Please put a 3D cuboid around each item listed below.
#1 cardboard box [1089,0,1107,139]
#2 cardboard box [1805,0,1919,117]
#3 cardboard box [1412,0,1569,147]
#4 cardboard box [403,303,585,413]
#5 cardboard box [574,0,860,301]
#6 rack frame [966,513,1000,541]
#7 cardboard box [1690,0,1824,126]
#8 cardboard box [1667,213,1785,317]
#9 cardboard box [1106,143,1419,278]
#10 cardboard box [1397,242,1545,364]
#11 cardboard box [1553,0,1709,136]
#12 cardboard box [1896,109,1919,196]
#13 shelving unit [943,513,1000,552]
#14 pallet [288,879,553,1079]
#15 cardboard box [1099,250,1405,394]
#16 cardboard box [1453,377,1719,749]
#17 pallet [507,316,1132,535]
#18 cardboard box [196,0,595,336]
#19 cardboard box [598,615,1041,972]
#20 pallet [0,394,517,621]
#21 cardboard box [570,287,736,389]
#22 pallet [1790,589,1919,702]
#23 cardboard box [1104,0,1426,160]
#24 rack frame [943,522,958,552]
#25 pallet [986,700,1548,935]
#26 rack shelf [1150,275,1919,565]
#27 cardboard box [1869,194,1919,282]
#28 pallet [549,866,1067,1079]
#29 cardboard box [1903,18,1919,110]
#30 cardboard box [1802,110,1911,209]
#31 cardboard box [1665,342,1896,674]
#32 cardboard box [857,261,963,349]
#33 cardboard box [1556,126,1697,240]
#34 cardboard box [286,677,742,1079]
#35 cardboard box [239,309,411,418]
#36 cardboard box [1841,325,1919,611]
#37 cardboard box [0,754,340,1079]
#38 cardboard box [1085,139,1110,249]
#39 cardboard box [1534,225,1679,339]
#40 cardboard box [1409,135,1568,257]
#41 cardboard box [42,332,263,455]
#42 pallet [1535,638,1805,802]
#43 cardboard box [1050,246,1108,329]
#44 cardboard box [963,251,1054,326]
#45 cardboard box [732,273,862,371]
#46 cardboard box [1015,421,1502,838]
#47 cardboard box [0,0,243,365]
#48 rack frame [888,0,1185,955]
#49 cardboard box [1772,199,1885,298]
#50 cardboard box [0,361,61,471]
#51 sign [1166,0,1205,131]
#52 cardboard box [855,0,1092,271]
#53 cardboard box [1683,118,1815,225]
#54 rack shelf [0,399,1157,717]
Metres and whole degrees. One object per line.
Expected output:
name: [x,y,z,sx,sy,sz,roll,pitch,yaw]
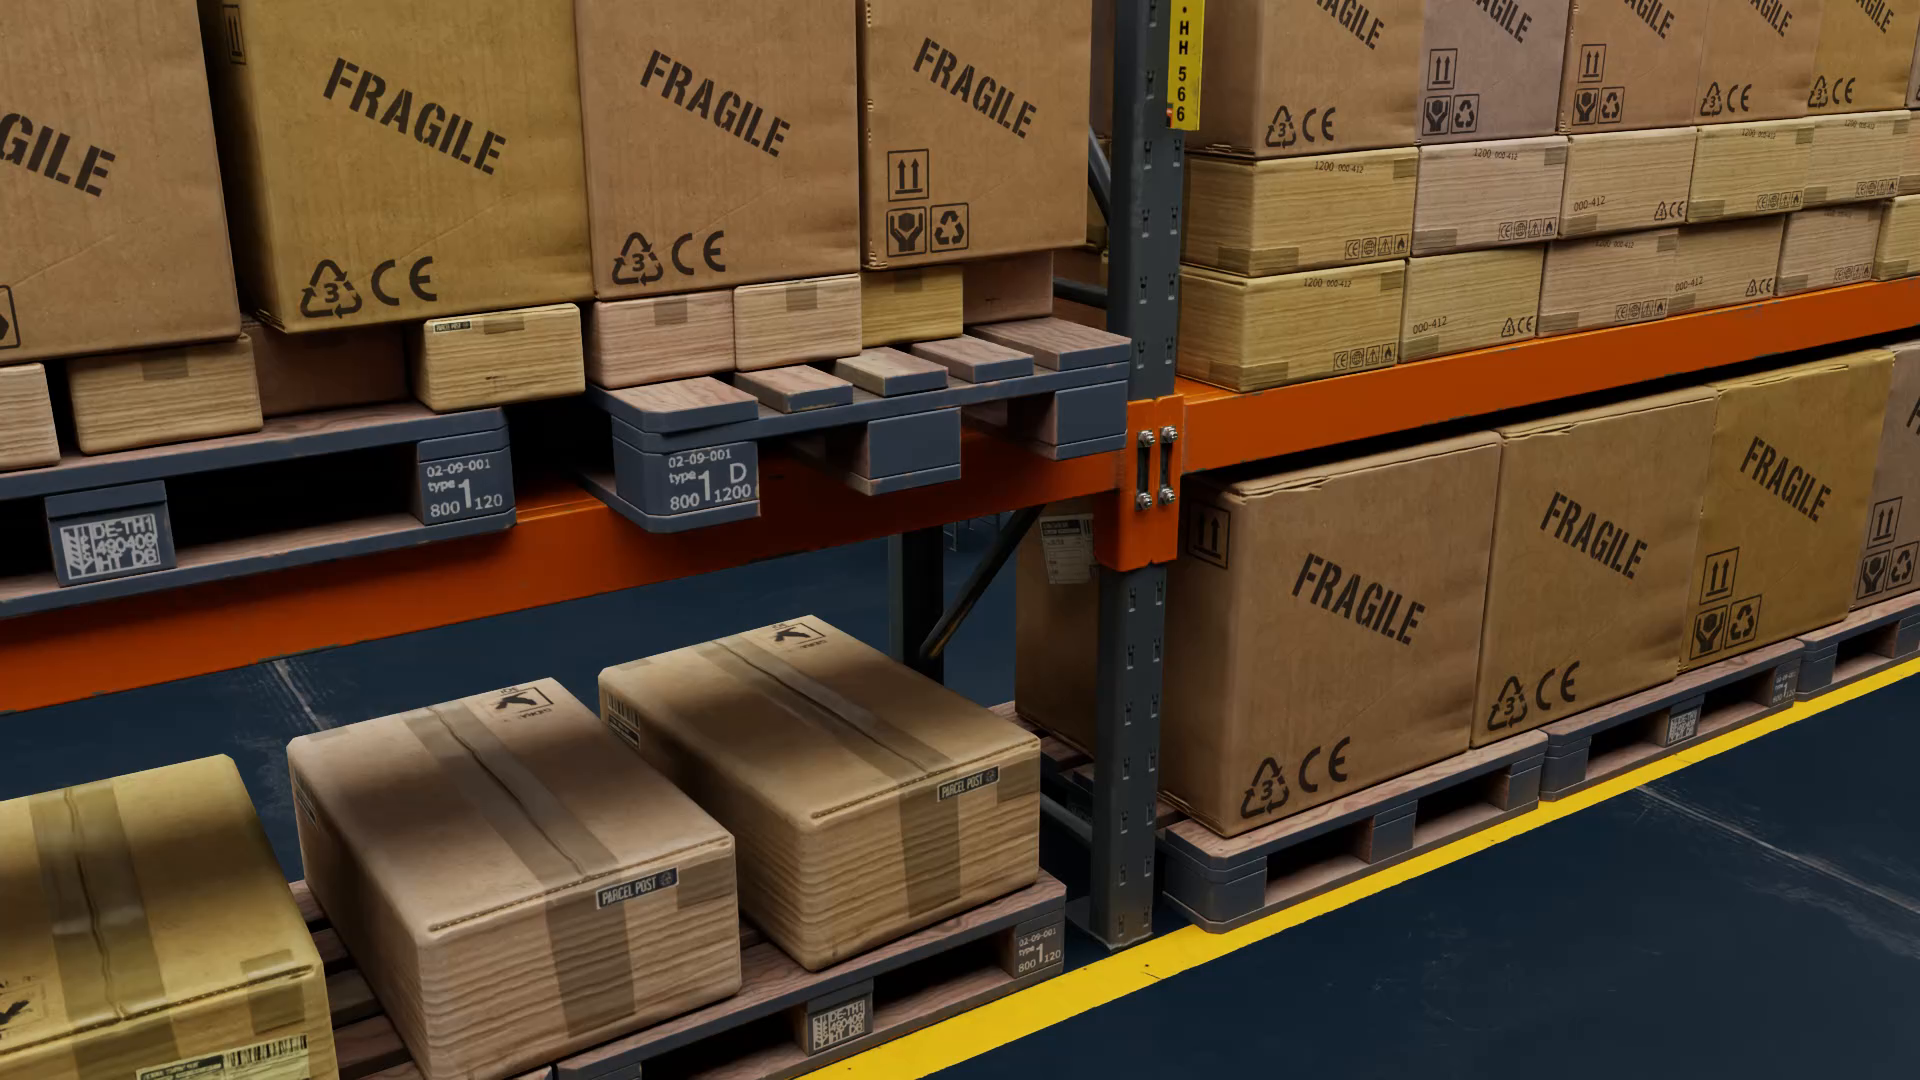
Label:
cardboard box: [0.418,-1.280,4.129,0.500,0.500,0.500,-13,22,-33]
cardboard box: [2.374,-1.500,4.781,0.500,0.500,0.500,-11,22,-30]
cardboard box: [1.086,-1.230,3.982,0.500,0.500,0.500,-12,22,-31]
cardboard box: [-0.821,-0.339,2.802,0.250,0.149,0.380,-11,22,-30]
cardboard box: [-0.522,-0.736,2.963,0.500,0.500,0.500,-12,22,-32]
rack frame: [0.092,-0.446,6.658,0.006,0.900,0.240,-12,22,-31]
cardboard box: [1.950,-1.405,4.500,0.500,0.500,0.500,-12,22,-31]
cardboard box: [1.948,-0.819,4.719,0.500,0.250,0.500,-12,22,-31]
cardboard box: [0.689,-0.786,3.841,0.500,0.250,0.500,-12,22,-32]
cardboard box: [1.097,-0.641,4.190,0.500,0.250,0.500,-13,22,-33]
cardboard box: [1.526,-1.317,4.239,0.500,0.500,0.500,-11,22,-30]
cardboard box: [2.823,-1.235,5.168,0.500,0.250,0.500,-11,22,-30]
shelving unit: [0.007,-0.428,6.605,0.210,0.900,0.258,-12,22,-31]
pallet: [-1.541,1.074,3.237,1.213,0.211,1.003,-12,22,-31]
cardboard box: [0.678,-0.545,3.909,0.500,0.250,0.500,-12,22,-32]
cardboard box: [1.500,-0.045,4.857,0.875,0.875,0.875,-12,22,-31]
pallet: [-0.406,-0.353,3.404,1.003,0.211,1.213,-12,22,-31]
cardboard box: [-0.943,-0.647,2.699,0.500,0.500,0.500,-14,23,-35]
cardboard box: [-0.347,0.545,3.896,0.625,0.372,0.950,-14,23,-35]
pallet: [-1.500,-0.147,2.796,1.213,0.211,1.003,-12,22,-31]
cardboard box: [-0.598,-0.392,2.956,0.250,0.149,0.380,-13,23,-34]
pallet: [2.868,0.175,5.898,1.213,0.211,1.003,-12,22,-31]
cardboard box: [0.677,-1.140,3.716,0.500,0.500,0.500,-13,22,-33]
rack frame: [-0.078,-0.410,6.552,0.006,0.900,0.240,-12,22,-31]
pallet: [0.830,0.605,4.626,1.213,0.211,1.003,-12,22,-31]
rack shelf: [1.801,-0.609,4.986,4.000,0.370,1.077,-12,22,-31]
cardboard box: [2.809,-0.995,5.239,0.500,0.250,0.500,-12,22,-32]
pallet: [-0.523,0.861,3.869,1.213,0.211,1.003,-12,22,-31]
cardboard box: [2.808,-1.584,5.030,0.500,0.500,0.500,-11,22,-30]
cardboard box: [2.394,-1.142,4.894,0.500,0.250,0.500,-11,22,-30]
cardboard box: [2.247,-0.203,5.323,0.875,0.875,0.875,-11,22,-30]
cardboard box: [-0.198,-0.490,3.248,0.250,0.149,0.380,-12,22,-31]
cardboard box: [1.545,-0.962,4.359,0.500,0.250,0.500,-12,22,-32]
cardboard box: [-0.959,0.677,3.505,0.625,0.372,0.950,-12,22,-32]
cardboard box: [-1.100,-0.329,2.770,0.250,0.149,0.380,-12,22,-31]
cardboard box: [2.997,-0.364,5.799,0.875,0.875,0.875,-11,22,-30]
cardboard box: [-1.595,0.809,3.114,0.625,0.372,0.950,-11,22,-30]
cardboard box: [0.395,-0.917,4.226,0.500,0.250,0.500,-12,22,-32]
cardboard box: [1.538,-0.731,4.459,0.500,0.250,0.500,-11,22,-30]
cardboard box: [1.122,-0.877,4.110,0.500,0.250,0.500,-11,22,-30]
cardboard box: [-1.264,-0.263,2.575,0.250,0.149,0.380,-13,22,-33]
pallet: [1.848,0.391,5.258,1.213,0.211,1.003,-12,22,-31]
cardboard box: [0.410,-0.685,4.322,0.500,0.250,0.500,-13,23,-33]
cardboard box: [-0.014,-0.557,3.445,0.250,0.149,0.380,-11,22,-29]
cardboard box: [-0.384,-0.434,3.081,0.250,0.149,0.380,-12,22,-32]
cardboard box: [0.753,0.111,4.396,0.875,0.875,0.875,-12,22,-32]
cardboard box: [-1.399,-0.551,2.415,0.500,0.500,0.500,-13,23,-34]
rack frame: [0.130,-0.598,3.829,0.127,3.000,1.000,-12,22,-31]
cardboard box: [2.377,-0.911,4.991,0.500,0.250,0.500,-13,22,-33]
cardboard box: [-1.471,-0.208,2.413,0.250,0.149,0.380,-11,22,-29]
sign: [0.437,-0.965,3.231,0.005,0.325,0.100,-12,22,-31]
cardboard box: [-0.096,-0.830,3.241,0.500,0.500,0.500,-13,22,-33]
cardboard box: [1.976,-1.048,4.613,0.500,0.250,0.500,-11,22,-30]
rack shelf: [-1.540,0.096,2.902,4.000,0.370,1.077,-12,22,-31]
